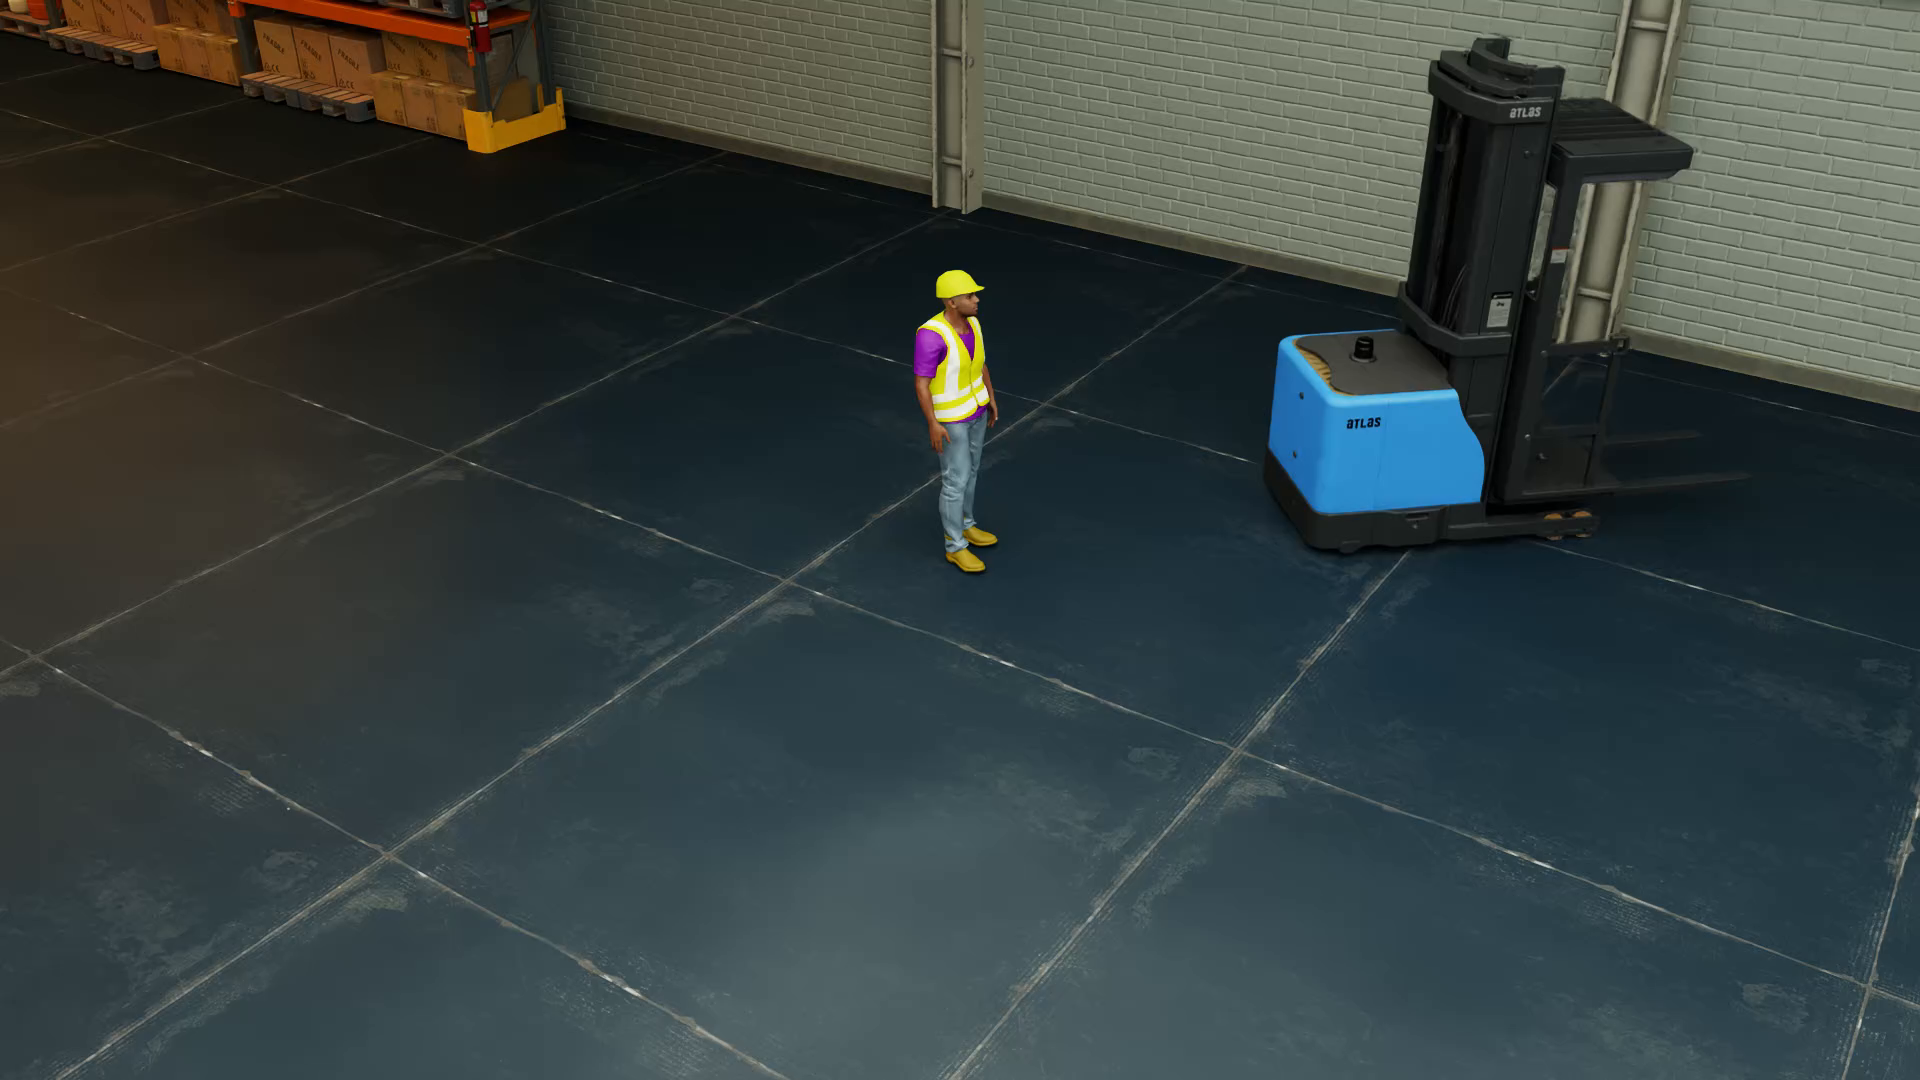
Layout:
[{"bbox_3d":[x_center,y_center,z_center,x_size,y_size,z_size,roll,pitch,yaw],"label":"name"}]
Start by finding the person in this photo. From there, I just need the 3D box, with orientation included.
[{"bbox_3d":[0.054,-0.748,10.015,0.577,1.765,0.665,19,35,29],"label":"person"}]

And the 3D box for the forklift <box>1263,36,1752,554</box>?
[{"bbox_3d":[3.580,-1.524,10.205,3.031,2.935,1.130,-5,30,-8],"label":"forklift"}]
